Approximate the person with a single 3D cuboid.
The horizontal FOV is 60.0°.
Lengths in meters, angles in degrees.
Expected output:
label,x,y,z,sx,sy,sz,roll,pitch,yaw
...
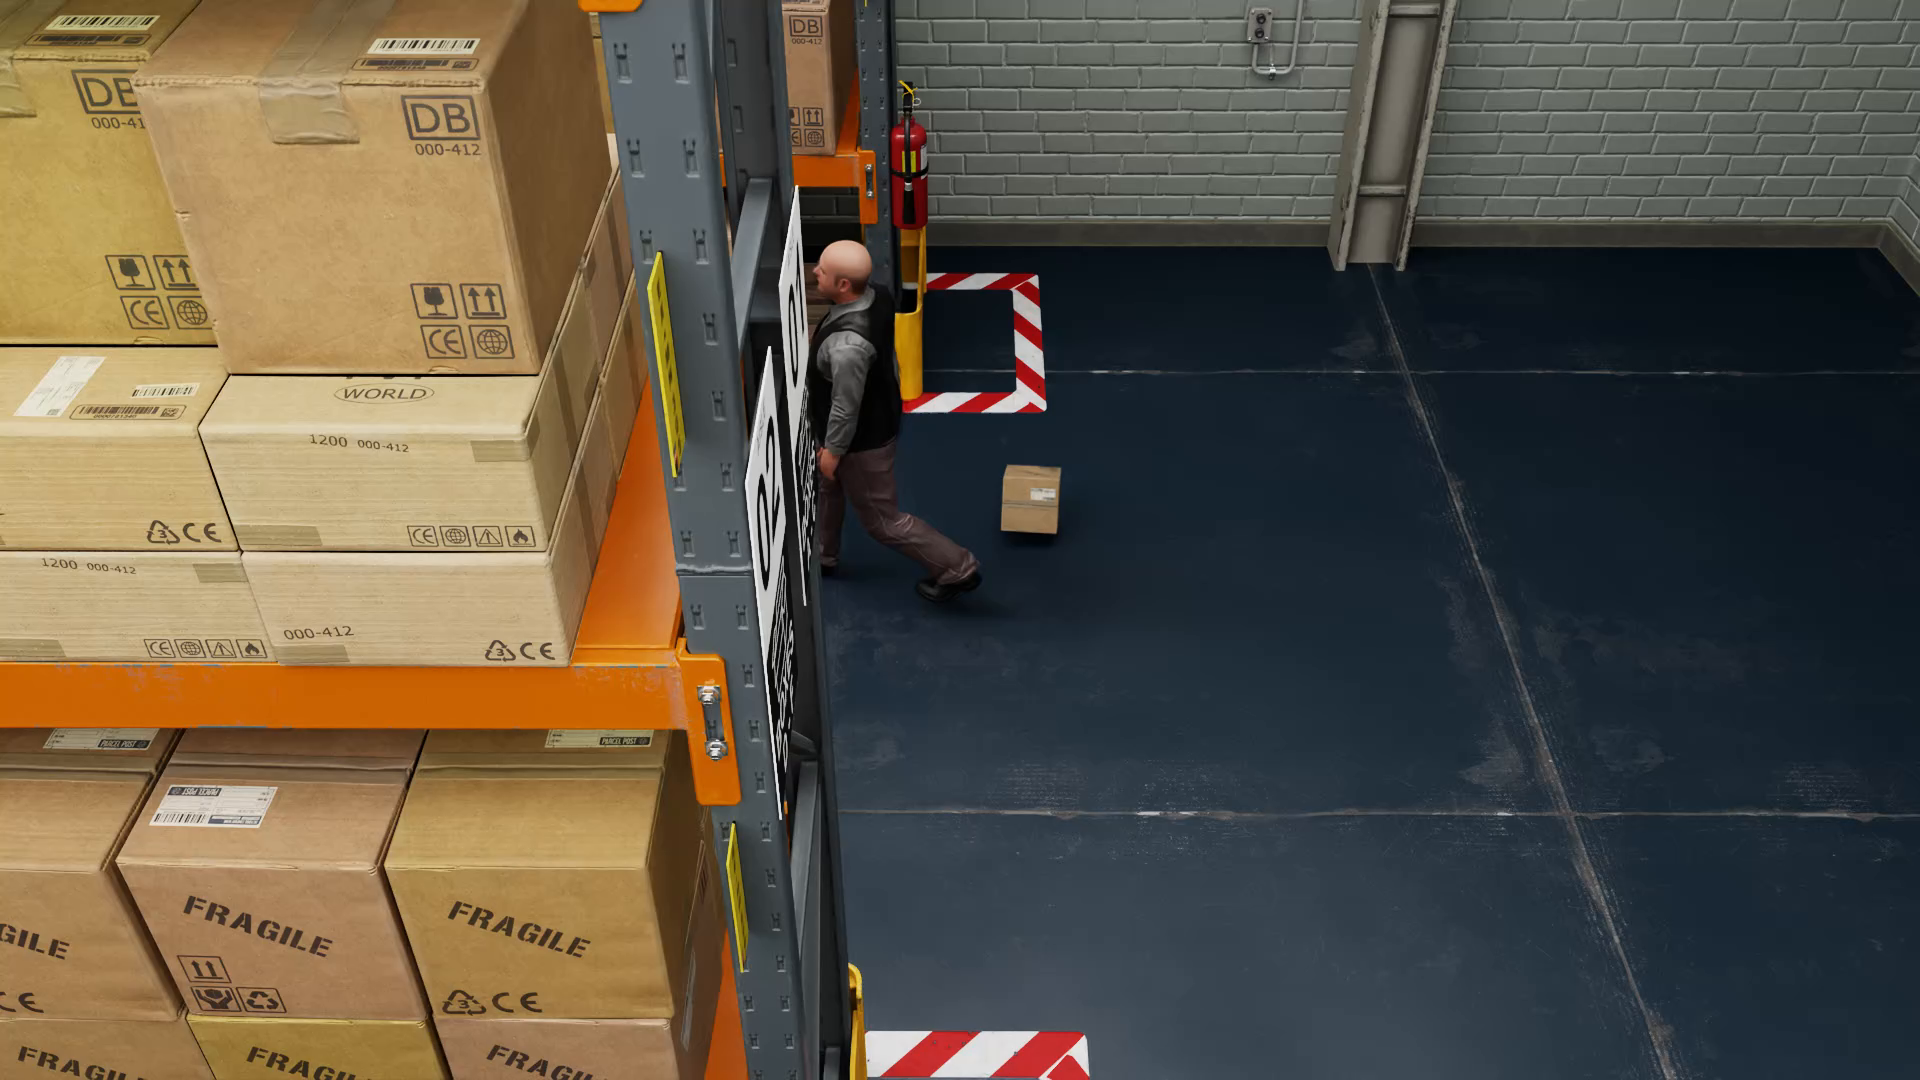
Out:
label,x,y,z,sx,sy,sz,roll,pitch,yaw
person,-0.381,-0.446,6.721,0.968,1.693,0.537,3,39,4
